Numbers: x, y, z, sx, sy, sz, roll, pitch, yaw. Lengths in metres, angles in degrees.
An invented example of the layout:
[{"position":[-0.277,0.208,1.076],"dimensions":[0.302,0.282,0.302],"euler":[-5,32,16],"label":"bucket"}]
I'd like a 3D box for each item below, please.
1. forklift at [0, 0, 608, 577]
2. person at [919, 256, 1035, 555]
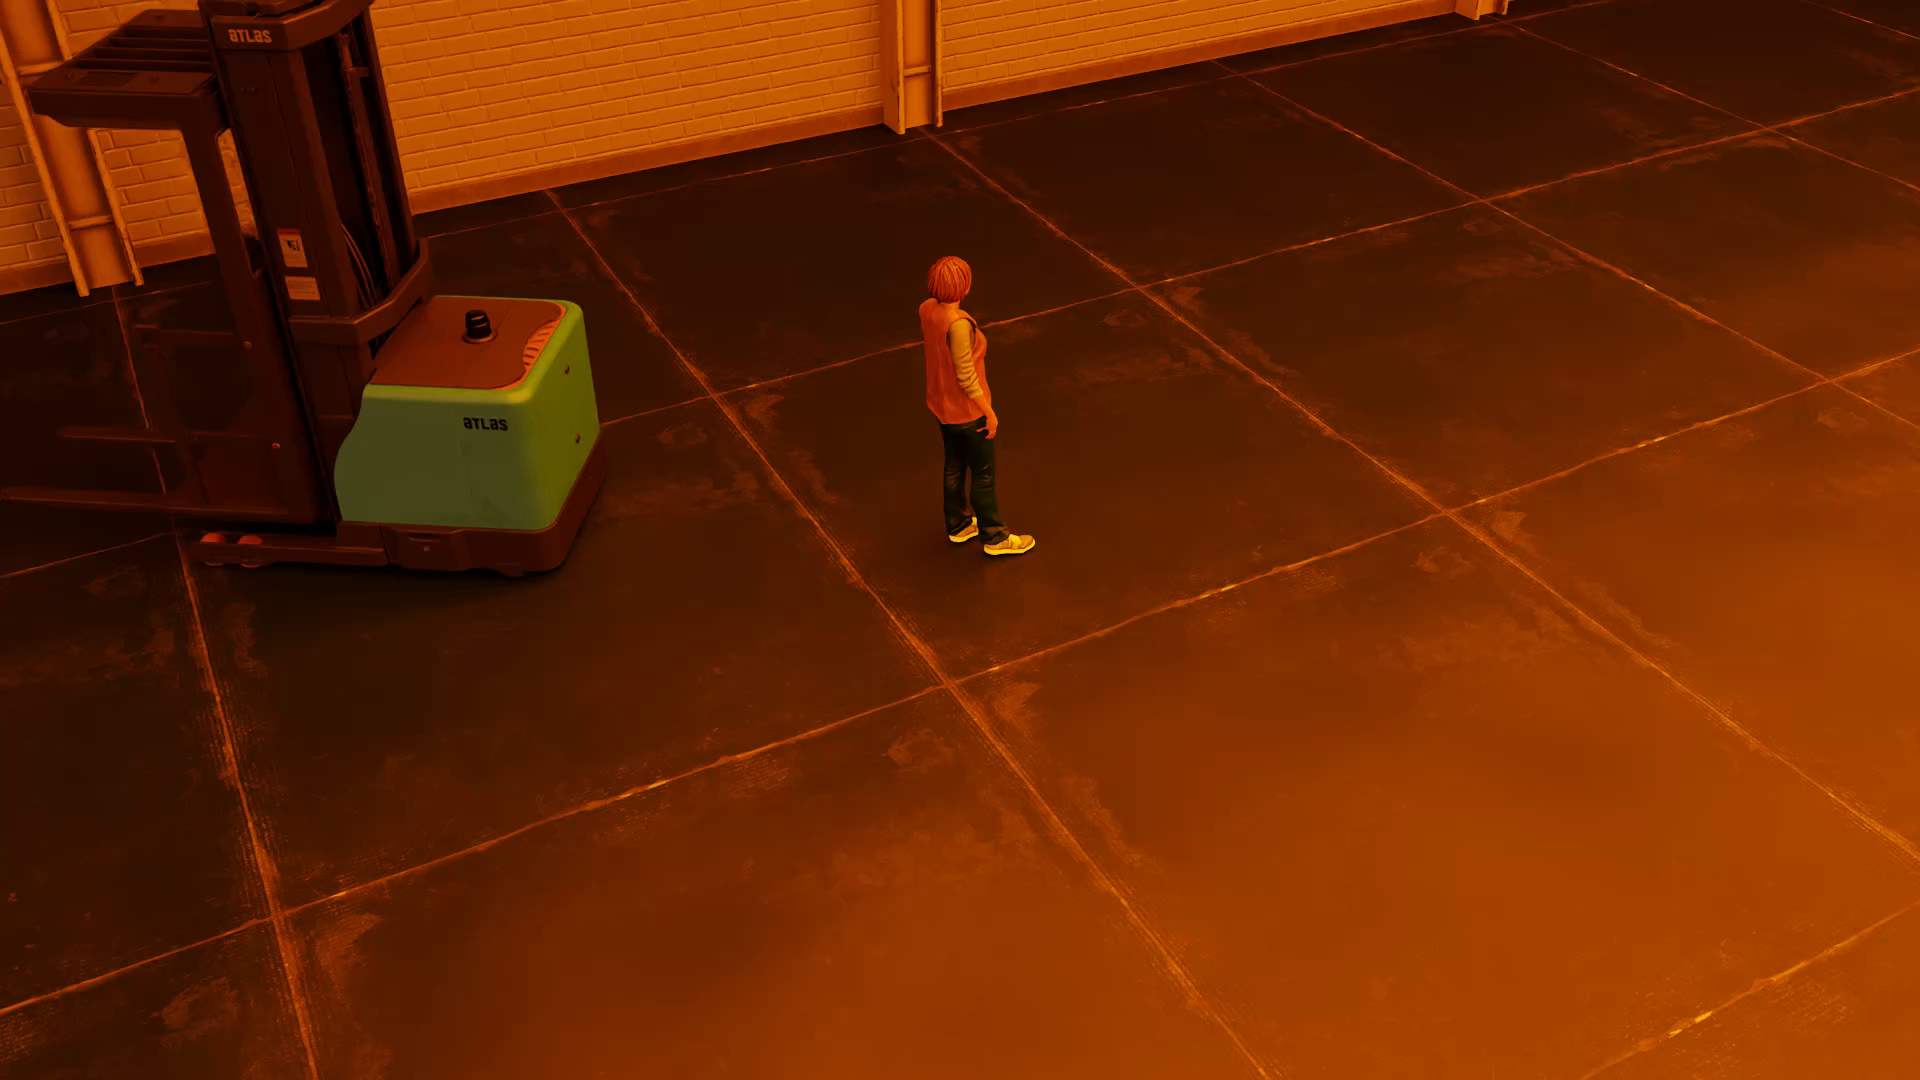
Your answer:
[{"position":[-3.469,-1.355,8.040],"dimensions":[3.031,2.935,1.130],"euler":[3,35,4],"label":"forklift"},{"position":[0.072,-0.671,8.216],"dimensions":[0.473,1.599,0.521],"euler":[-17,39,-23],"label":"person"}]
